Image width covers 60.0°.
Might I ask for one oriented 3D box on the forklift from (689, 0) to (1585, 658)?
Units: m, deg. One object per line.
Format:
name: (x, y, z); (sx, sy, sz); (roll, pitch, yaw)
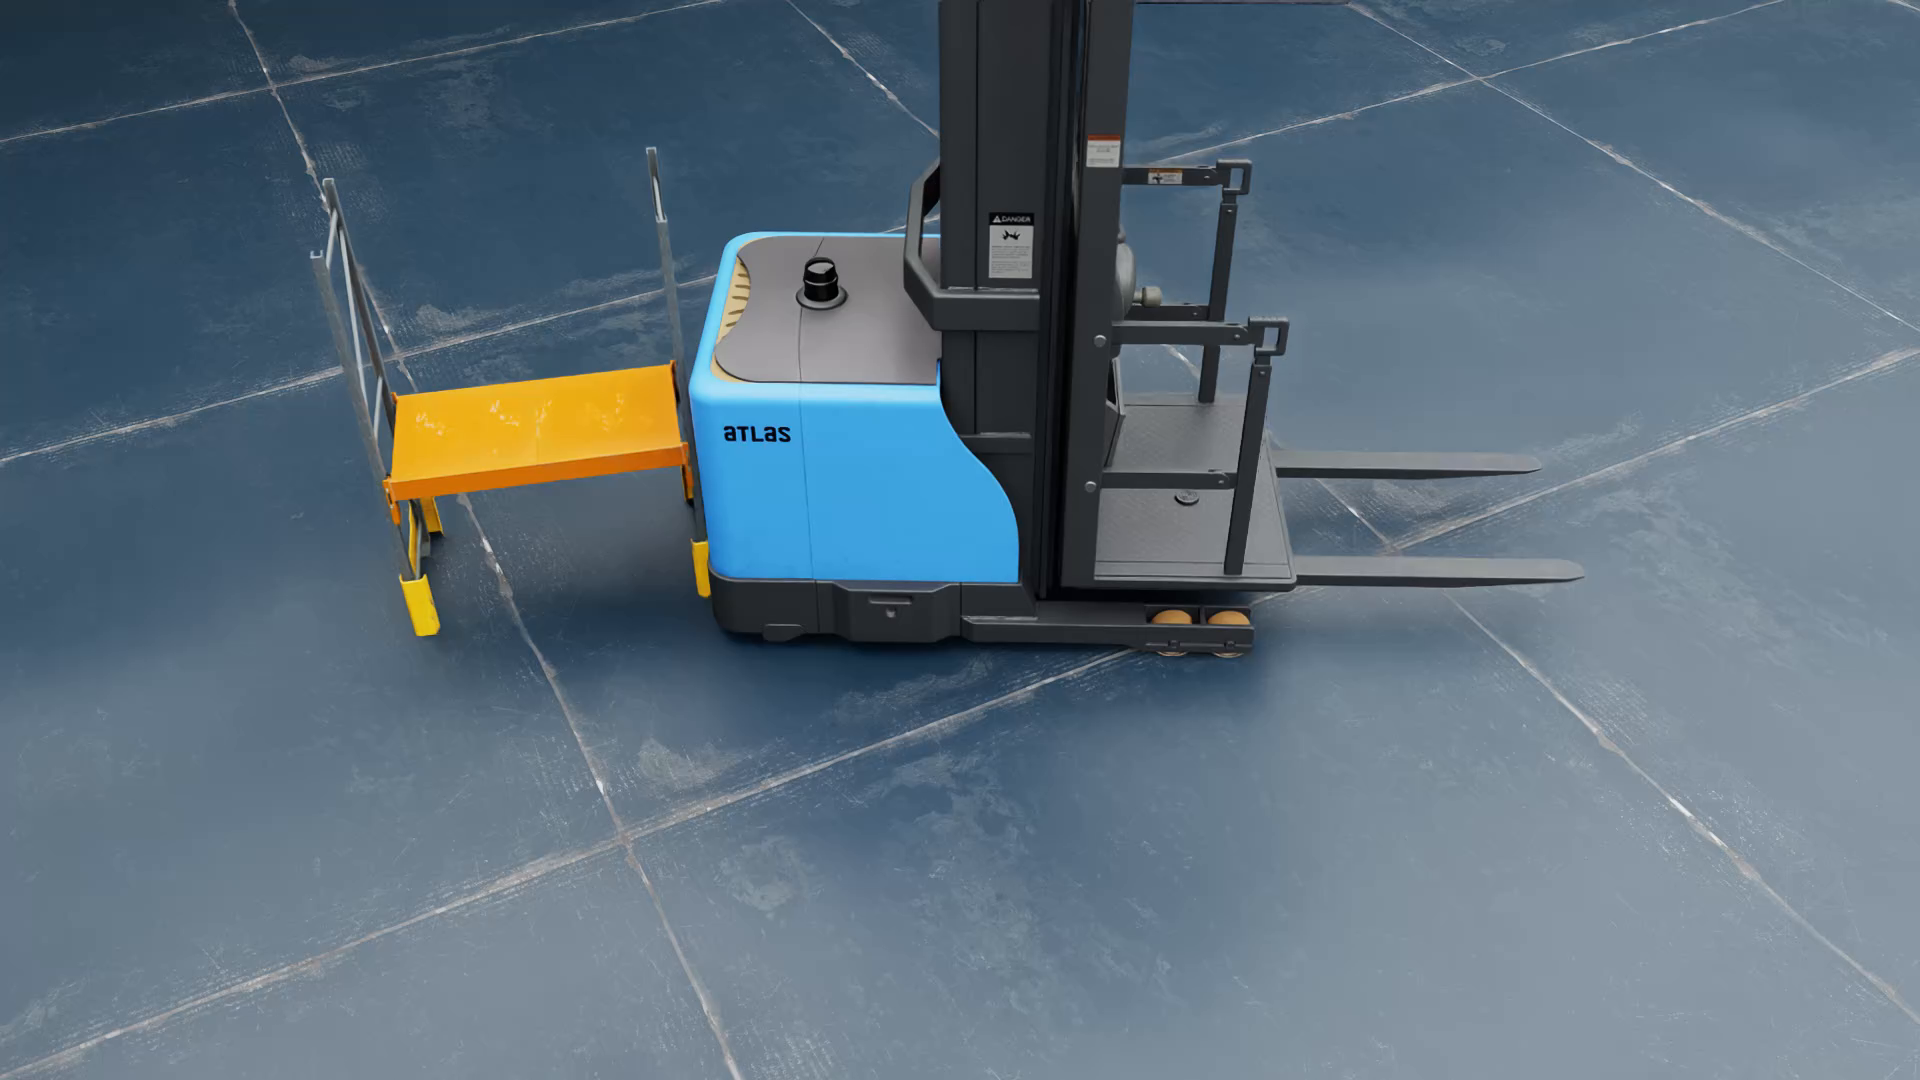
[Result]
forklift: (0.660, -1.061, 5.235); (3.031, 2.935, 1.130); (1, 40, 1)

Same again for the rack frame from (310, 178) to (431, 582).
rack frame: (-1.956, -0.420, 5.585); (0.032, 1.500, 0.500); (-8, 41, -9)

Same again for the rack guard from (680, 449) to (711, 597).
rack guard: (-0.963, -0.079, 6.149); (0.087, 0.250, 0.587); (-8, 41, -9)

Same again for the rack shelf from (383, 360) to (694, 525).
rack shelf: (-1.459, -0.351, 5.782); (1.000, 0.185, 0.538); (-8, 41, -9)

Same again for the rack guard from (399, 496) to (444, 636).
rack guard: (-1.937, 0.055, 5.992); (0.087, 0.250, 0.587); (-8, 41, -9)

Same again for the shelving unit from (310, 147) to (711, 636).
shelving unit: (-1.450, -0.489, 5.667); (1.083, 1.500, 0.587); (-8, 41, -9)

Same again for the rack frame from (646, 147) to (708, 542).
rack frame: (-0.961, -0.556, 5.746); (0.032, 1.500, 0.500); (-8, 41, -9)
